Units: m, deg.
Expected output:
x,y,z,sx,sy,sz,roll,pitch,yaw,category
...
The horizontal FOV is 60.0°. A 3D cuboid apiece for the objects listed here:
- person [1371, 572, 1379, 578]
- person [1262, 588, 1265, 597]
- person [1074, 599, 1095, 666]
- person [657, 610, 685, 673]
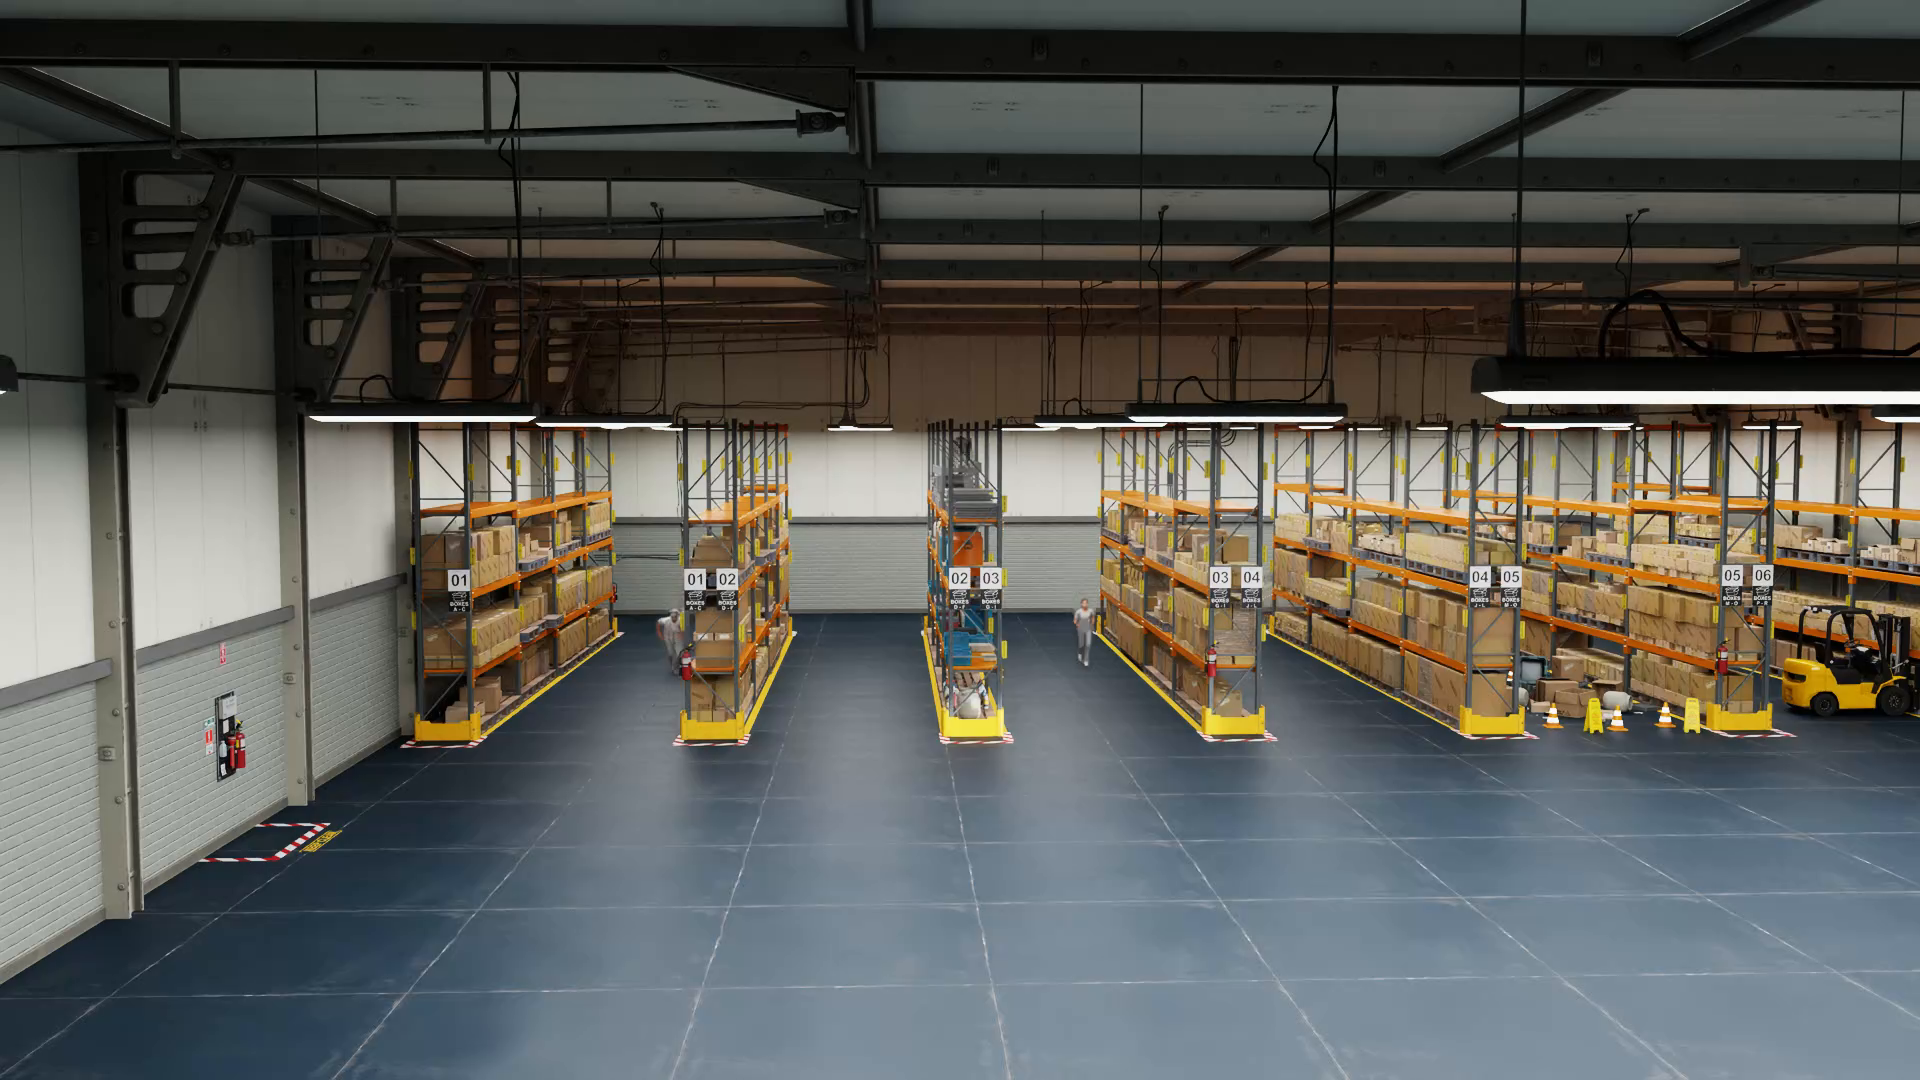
x,y,z,sx,sy,sz,roll,pitch,yaw,category
12.189,1.752,49.152,0.545,1.651,0.609,-1,4,-14,person
8.552,1.820,48.616,0.581,1.563,0.638,-1,4,-20,person
3.084,2.261,41.222,0.554,1.647,0.875,0,4,-5,person
-6.836,2.416,39.437,0.694,1.571,0.884,-1,4,-14,person
